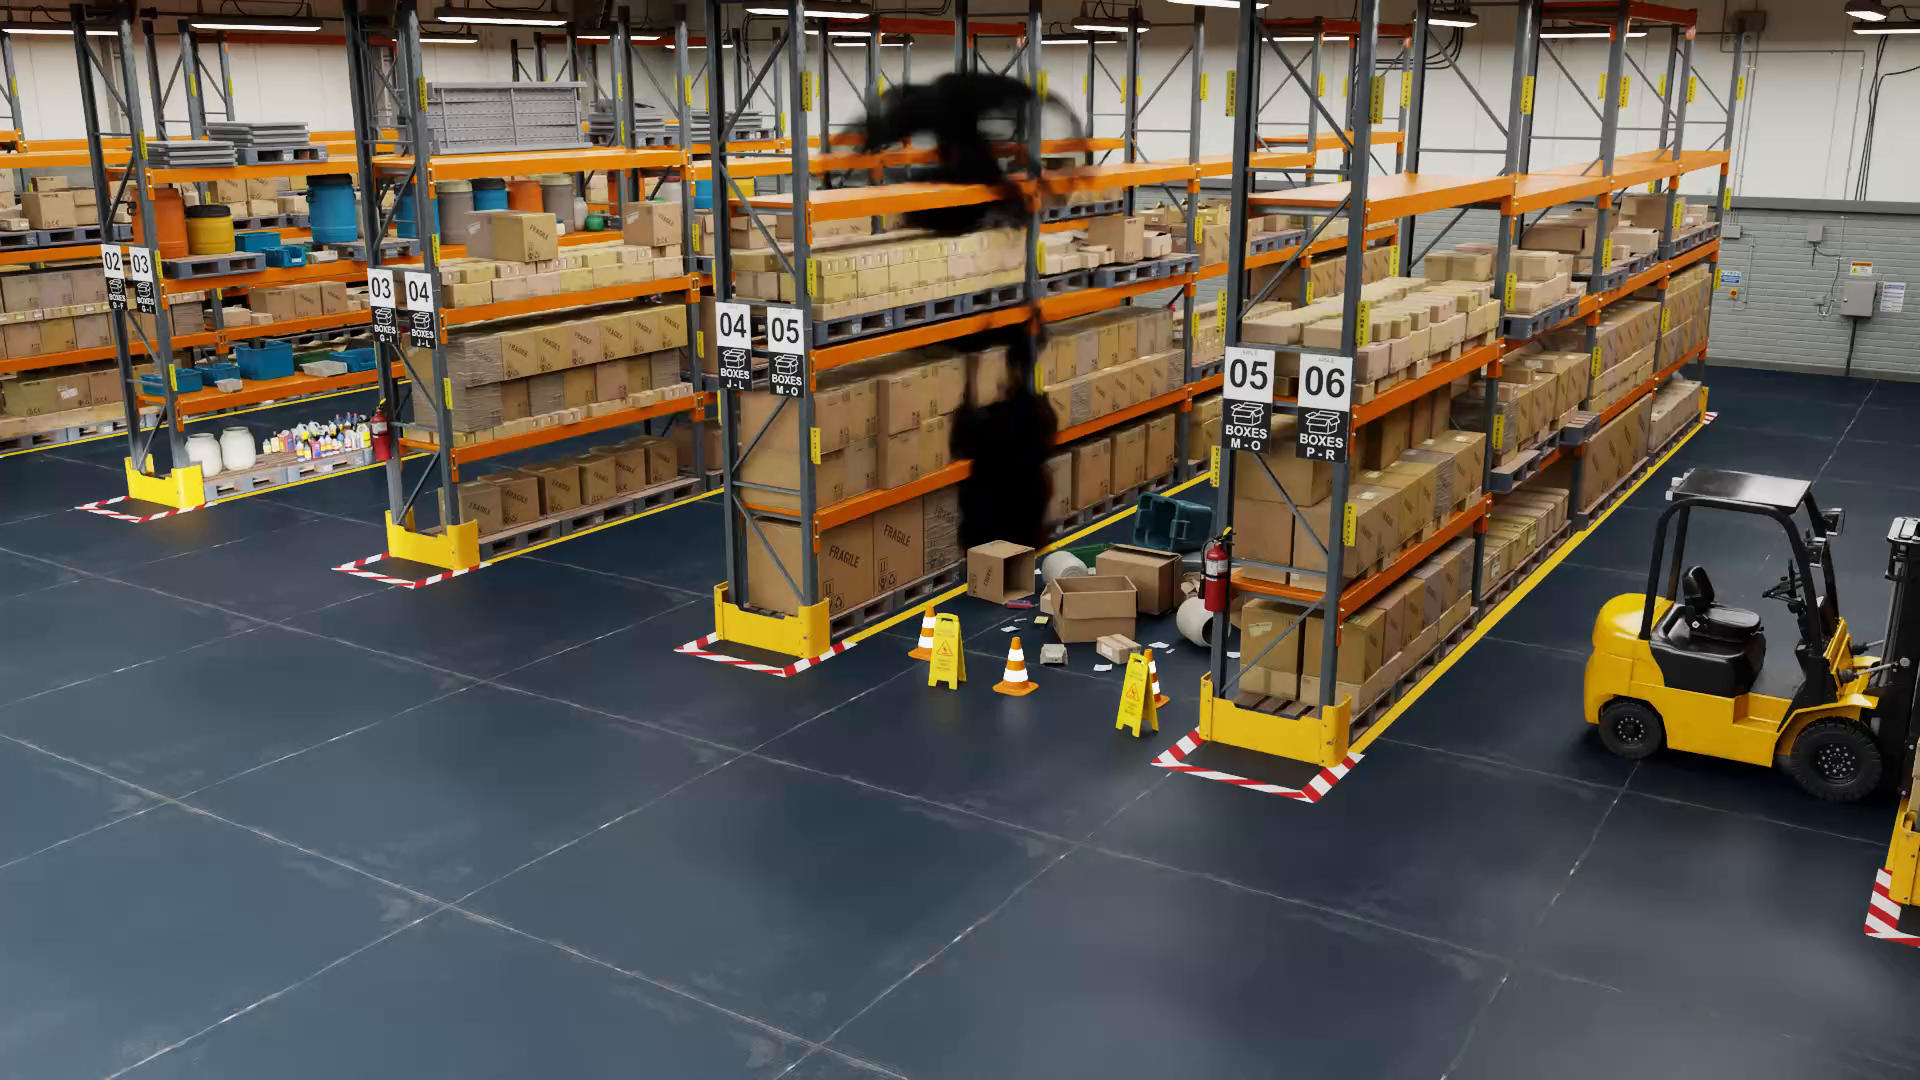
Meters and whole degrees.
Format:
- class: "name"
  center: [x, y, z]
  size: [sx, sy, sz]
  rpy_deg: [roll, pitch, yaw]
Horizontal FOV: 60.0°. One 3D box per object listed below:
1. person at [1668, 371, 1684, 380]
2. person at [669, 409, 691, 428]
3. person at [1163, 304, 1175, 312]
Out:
- class: "person"
  center: [11.548, -3.138, 27.179]
  size: [0.724, 1.757, 0.900]
  rpy_deg: [-13, 20, -39]
- class: "person"
  center: [-4.303, -2.605, 25.373]
  size: [0.575, 1.657, 0.909]
  rpy_deg: [6, 17, 22]
- class: "person"
  center: [3.304, -2.866, 26.270]
  size: [0.702, 1.742, 0.637]
  rpy_deg: [12, 19, 36]
